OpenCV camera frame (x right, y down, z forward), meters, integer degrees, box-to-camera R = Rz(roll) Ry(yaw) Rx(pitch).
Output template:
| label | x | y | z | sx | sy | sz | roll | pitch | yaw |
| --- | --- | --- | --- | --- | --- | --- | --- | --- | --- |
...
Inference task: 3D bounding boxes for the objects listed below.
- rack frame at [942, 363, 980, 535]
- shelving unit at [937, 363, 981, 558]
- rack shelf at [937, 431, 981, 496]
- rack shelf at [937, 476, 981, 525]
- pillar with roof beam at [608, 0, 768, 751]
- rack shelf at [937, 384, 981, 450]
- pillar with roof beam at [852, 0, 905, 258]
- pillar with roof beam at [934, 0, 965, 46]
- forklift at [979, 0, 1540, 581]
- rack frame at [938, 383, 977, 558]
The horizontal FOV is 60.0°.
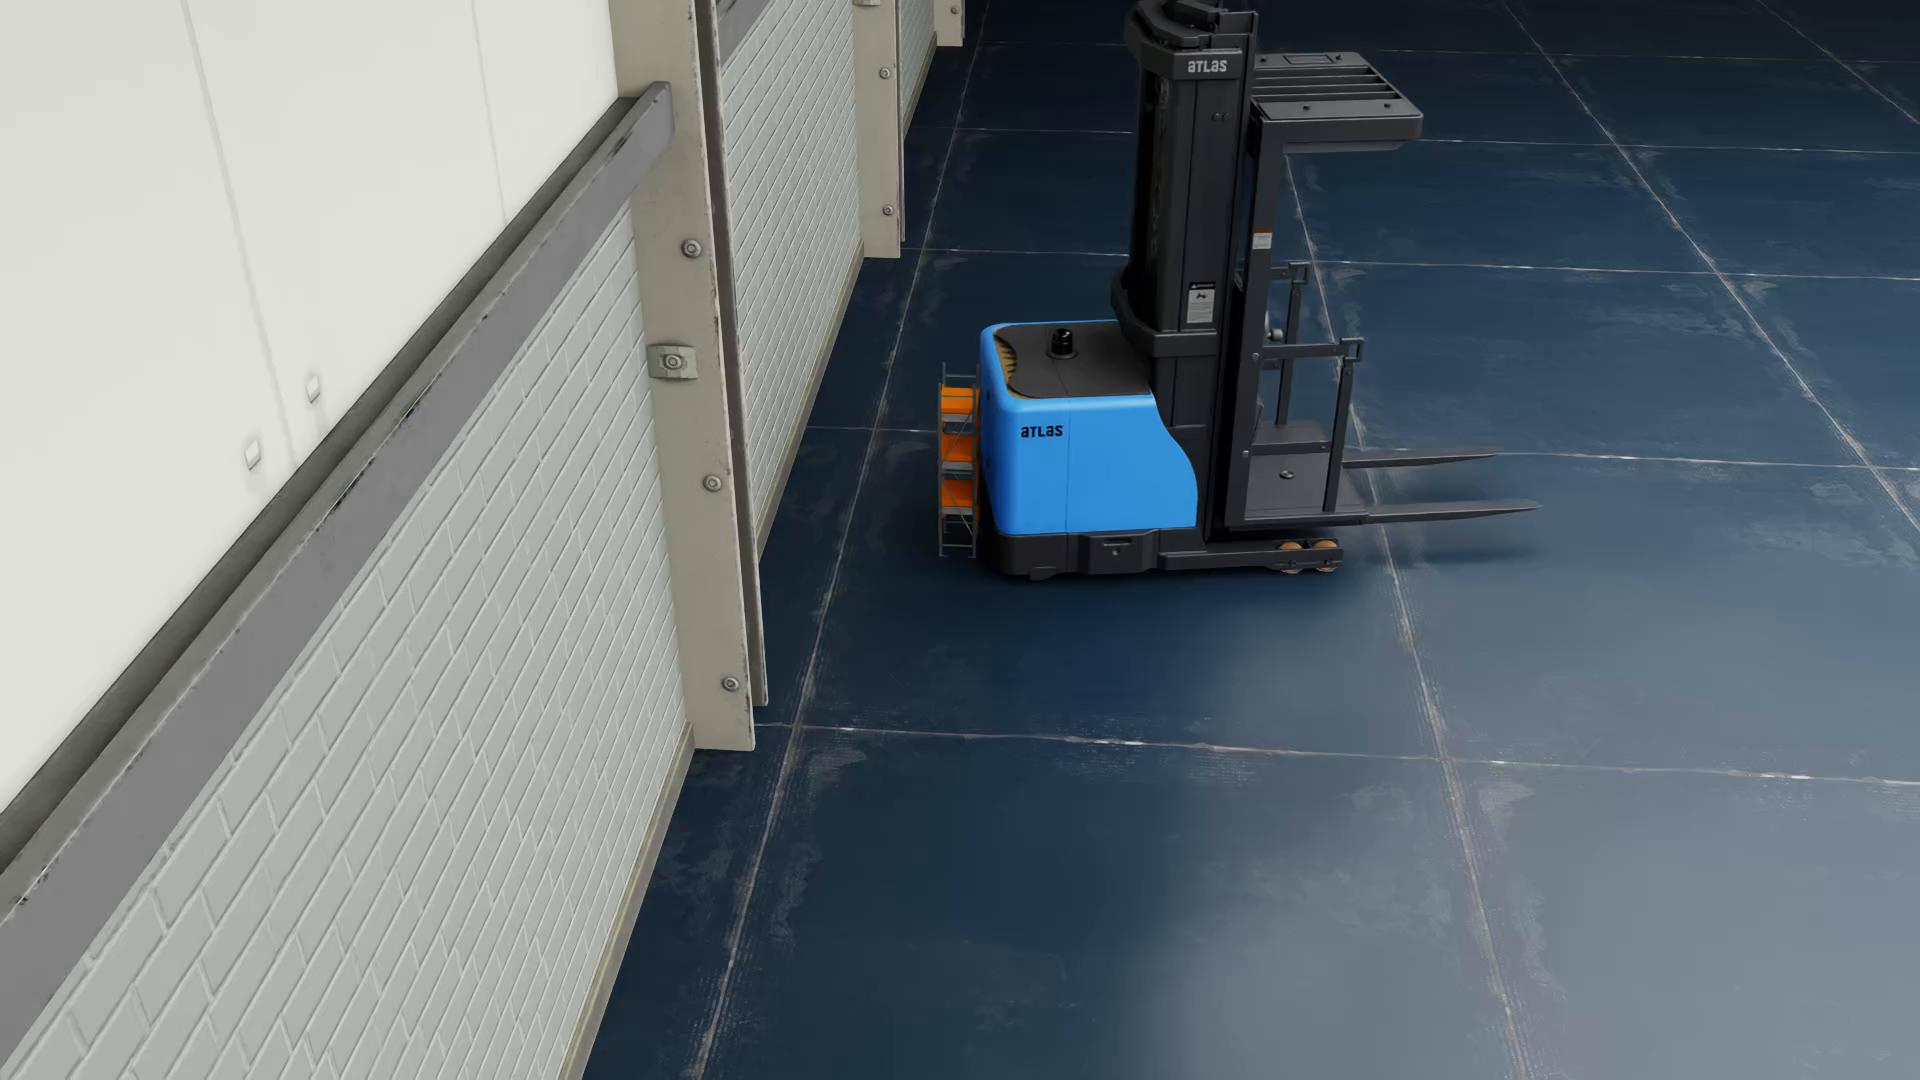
| label | x | y | z | sx | sy | sz | roll | pitch | yaw |
| --- | --- | --- | --- | --- | --- | --- | --- | --- | --- |
| rack frame | 0.006 | -0.483 | 9.033 | 0.200 | 1.050 | 0.008 | 2 | 32 | 4 |
| shelving unit | -0.004 | -0.419 | 8.929 | 0.215 | 1.050 | 0.252 | 2 | 32 | 4 |
| rack shelf | -0.004 | -0.410 | 8.935 | 0.215 | 0.259 | 0.240 | 2 | 32 | 4 |
| rack shelf | -0.004 | -0.173 | 9.081 | 0.215 | 0.259 | 0.240 | 2 | 32 | 4 |
| pillar with roof beam | 3.199 | -2.784 | 5.190 | 9.100 | 9.000 | 0.400 | 2 | 32 | 4 |
| rack shelf | -0.004 | -0.652 | 8.786 | 0.215 | 0.259 | 0.240 | 2 | 32 | 4 |
| pillar with roof beam | 3.688 | -5.921 | 10.281 | 9.100 | 9.000 | 0.400 | 2 | 32 | 4 |
| pillar with roof beam | 4.176 | -9.058 | 15.372 | 9.100 | 9.000 | 0.400 | 2 | 32 | 4 |
| forklift | 1.646 | -1.342 | 8.633 | 3.031 | 2.935 | 1.130 | -3 | 32 | -4 |
| rack frame | -0.014 | -0.355 | 8.826 | 0.200 | 1.050 | 0.008 | 2 | 32 | 4 |
